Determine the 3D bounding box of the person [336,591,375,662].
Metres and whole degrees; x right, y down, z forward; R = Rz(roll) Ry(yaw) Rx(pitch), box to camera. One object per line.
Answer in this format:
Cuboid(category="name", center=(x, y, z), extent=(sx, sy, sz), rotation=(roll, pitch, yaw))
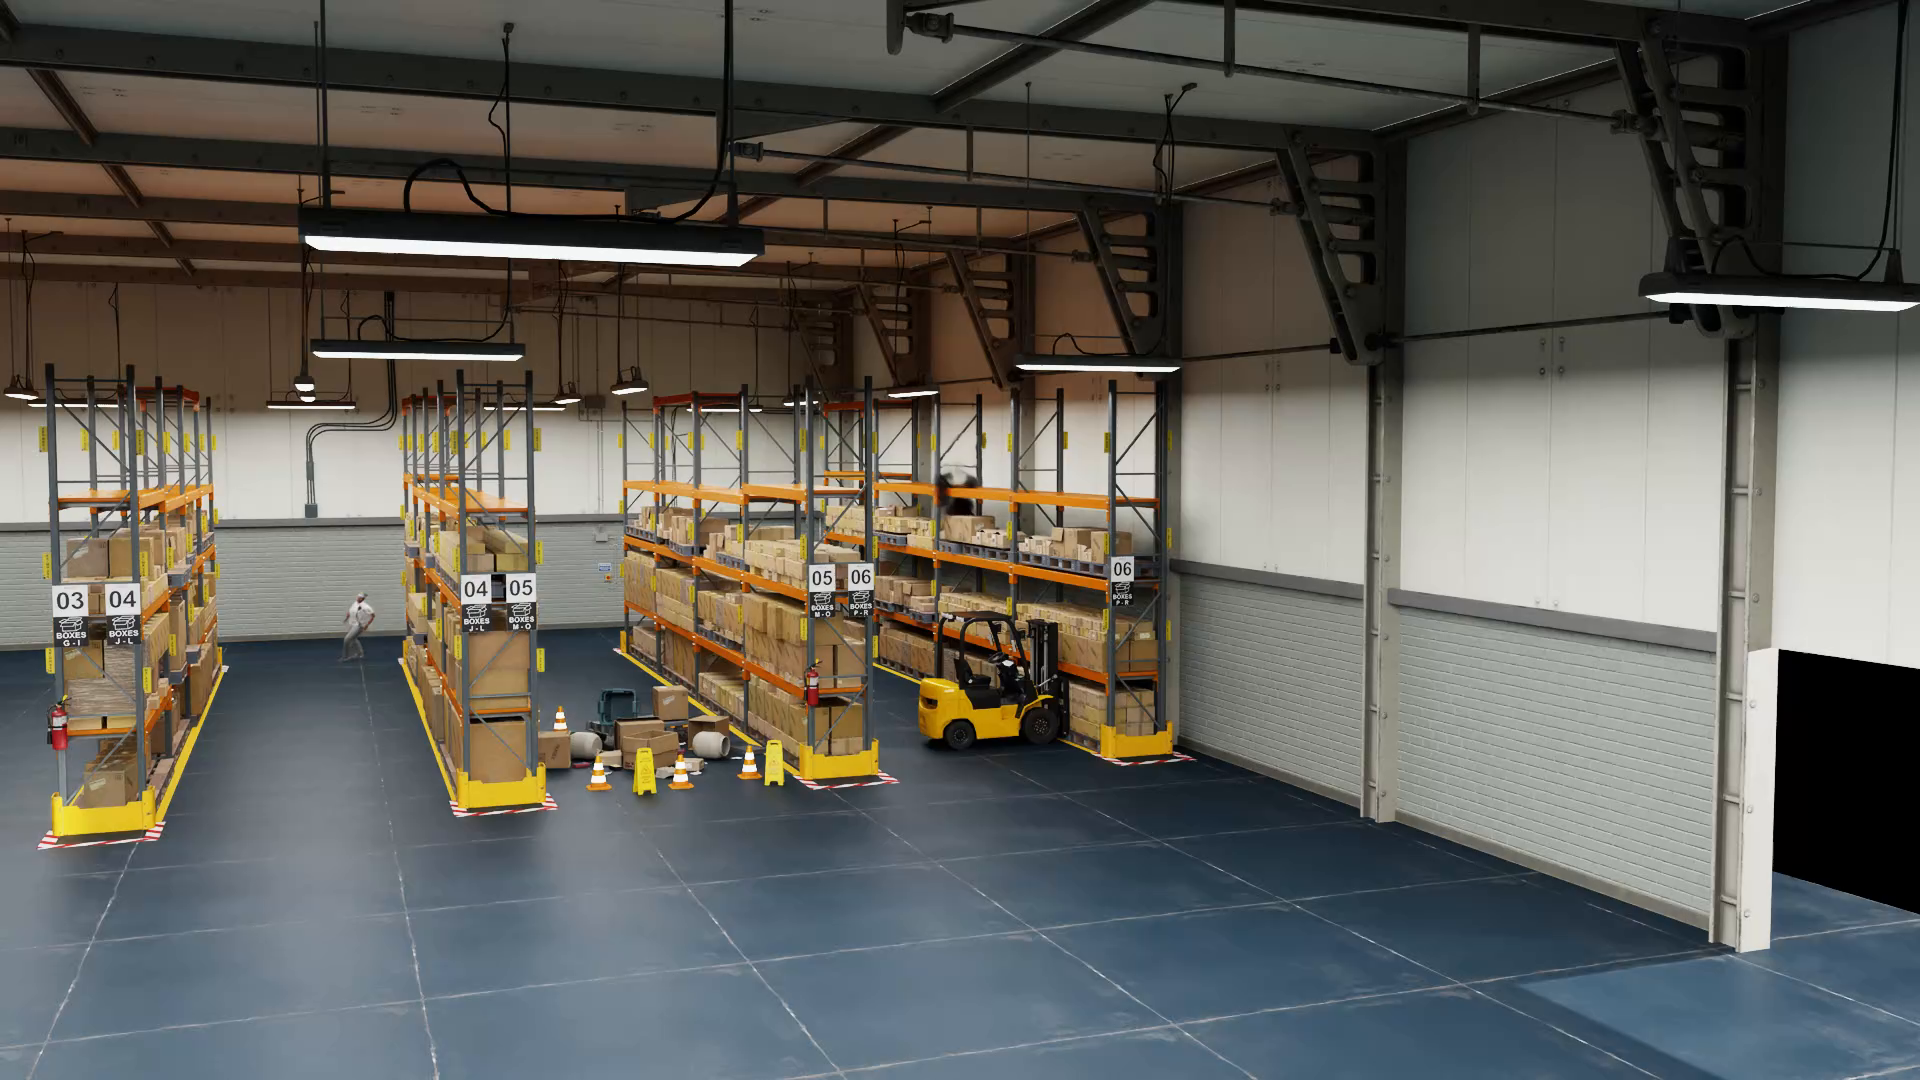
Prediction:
Cuboid(category="person", center=(-13.902, 1.982, 38.095), extent=(0.749, 1.645, 0.734), rotation=(-3, 4, -42))
